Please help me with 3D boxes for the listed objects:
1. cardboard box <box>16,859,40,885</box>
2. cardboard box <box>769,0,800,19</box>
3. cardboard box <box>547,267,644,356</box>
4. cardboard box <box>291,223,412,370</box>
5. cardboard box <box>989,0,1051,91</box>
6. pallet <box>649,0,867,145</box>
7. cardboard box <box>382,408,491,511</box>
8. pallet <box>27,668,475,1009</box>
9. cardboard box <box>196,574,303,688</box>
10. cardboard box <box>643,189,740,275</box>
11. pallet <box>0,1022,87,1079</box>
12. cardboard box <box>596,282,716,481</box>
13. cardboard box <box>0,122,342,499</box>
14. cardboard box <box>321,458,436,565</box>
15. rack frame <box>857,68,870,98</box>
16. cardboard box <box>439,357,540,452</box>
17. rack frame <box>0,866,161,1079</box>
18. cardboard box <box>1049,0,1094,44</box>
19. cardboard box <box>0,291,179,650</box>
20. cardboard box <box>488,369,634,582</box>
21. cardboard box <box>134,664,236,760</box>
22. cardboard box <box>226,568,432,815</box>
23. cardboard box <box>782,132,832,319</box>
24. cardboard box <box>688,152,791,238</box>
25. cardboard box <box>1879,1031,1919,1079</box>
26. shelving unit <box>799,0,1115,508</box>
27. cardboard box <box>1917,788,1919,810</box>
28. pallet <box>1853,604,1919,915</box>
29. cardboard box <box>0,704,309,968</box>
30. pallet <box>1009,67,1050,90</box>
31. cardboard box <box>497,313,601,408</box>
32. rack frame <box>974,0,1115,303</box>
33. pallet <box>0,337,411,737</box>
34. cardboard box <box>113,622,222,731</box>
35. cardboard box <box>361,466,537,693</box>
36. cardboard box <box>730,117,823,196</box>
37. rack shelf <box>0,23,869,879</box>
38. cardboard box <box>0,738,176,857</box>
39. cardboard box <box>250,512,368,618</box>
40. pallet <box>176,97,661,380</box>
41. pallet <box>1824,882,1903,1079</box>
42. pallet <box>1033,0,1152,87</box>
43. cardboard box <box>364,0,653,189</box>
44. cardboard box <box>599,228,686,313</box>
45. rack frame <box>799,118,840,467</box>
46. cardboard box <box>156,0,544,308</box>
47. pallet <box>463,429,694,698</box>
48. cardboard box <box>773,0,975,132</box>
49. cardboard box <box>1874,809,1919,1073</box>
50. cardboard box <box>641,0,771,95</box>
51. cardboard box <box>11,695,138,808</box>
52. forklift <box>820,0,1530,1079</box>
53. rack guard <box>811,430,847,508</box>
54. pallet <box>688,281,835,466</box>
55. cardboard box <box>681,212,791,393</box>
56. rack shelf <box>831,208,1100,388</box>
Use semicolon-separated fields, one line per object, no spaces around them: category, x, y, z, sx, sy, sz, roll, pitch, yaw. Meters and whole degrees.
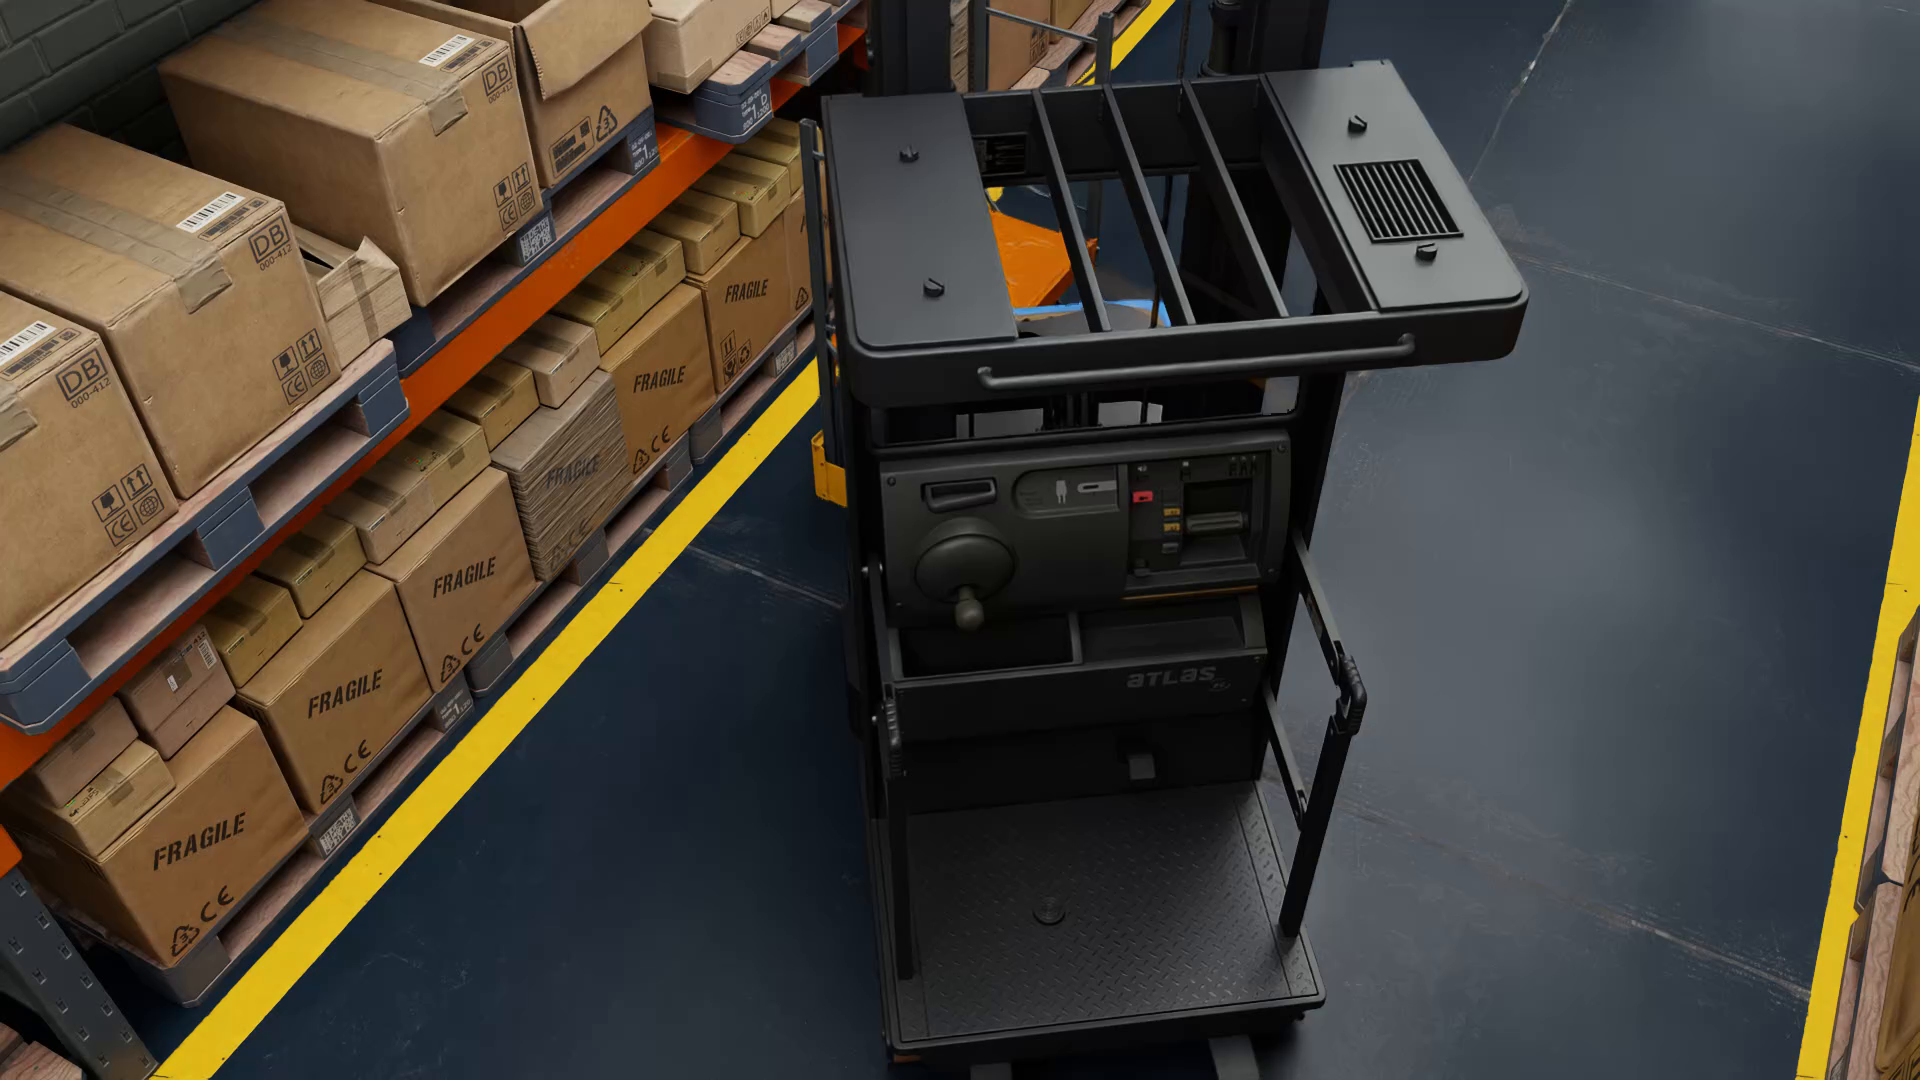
cardboard box;-2.611;0.529;4.580;0.500;0.500;0.500;20;49;19
cardboard box;-0.686;-1.834;5.335;0.380;0.149;0.250;21;49;20
cardboard box;-1.264;-0.775;5.413;0.380;0.149;0.250;20;49;18
cardboard box;-1.593;-0.644;4.077;0.396;0.266;0.258;23;50;21
cardboard box;-0.122;-2.430;7.417;0.875;0.625;0.625;22;49;20
pallet;-0.973;-1.797;5.552;1.213;0.211;1.003;20;49;19
cardboard box;-1.625;-0.273;4.917;0.380;0.149;0.250;22;49;20
pallet;-2.233;0.661;4.949;1.003;0.211;1.213;20;49;19
cardboard box;-2.006;0.205;4.445;0.380;0.149;0.250;18;48;17
cardboard box;-0.986;-1.083;5.718;0.380;0.149;0.250;19;48;18
pallet;-2.897;1.618;4.003;1.003;0.211;1.213;20;49;19
cardboard box;-1.209;-0.604;5.700;0.500;0.500;0.500;22;49;21
cardboard box;-1.914;-0.535;3.804;0.700;0.500;0.500;21;49;19
cardboard box;-1.742;-0.118;4.763;0.380;0.149;0.250;20;49;19
rack frame;-0.721;-2.315;5.929;1.000;3.000;0.127;20;49;19
cardboard box;-1.525;-0.453;5.095;0.380;0.149;0.250;21;49;19
rack frame;-2.577;0.205;3.438;1.000;3.000;0.127;20;49;19
cardboard box;0.190;-2.854;7.837;0.875;0.625;0.625;19;48;17
cardboard box;-2.155;-0.209;3.482;0.700;0.500;0.500;22;49;20
cardboard box;-1.433;-0.271;5.371;0.500;0.500;0.500;19;48;18
cardboard box;-2.115;0.370;4.281;0.380;0.149;0.250;19;48;18
cardboard box;-1.915;0.367;4.740;0.500;0.500;0.500;20;49;19
cardboard box;-0.726;-1.246;6.335;0.500;0.500;0.500;22;49;20
cardboard box;-0.825;-1.235;5.868;0.380;0.149;0.250;18;48;17
cardboard box;2.450;1.452;3.404;0.875;0.875;0.875;22;49;20
shelving unit;0.006;-0.913;5.598;0.587;1.500;1.083;23;50;21
cardboard box;3.283;0.329;4.515;0.875;0.875;0.875;20;49;19
pallet;3.245;0.774;4.837;1.003;0.211;1.213;20;49;19
cardboard box;-2.153;0.706;4.406;0.500;0.500;0.500;22;49;21
pallet;-0.304;-1.840;7.420;1.003;0.211;1.213;20;49;19
cardboard box;-1.366;-0.591;5.231;0.380;0.149;0.250;18;48;17
rack frame;0.270;-1.230;5.911;0.500;1.500;0.032;23;50;21
pallet;-2.110;-0.195;3.968;1.003;0.211;1.213;20;49;19
cardboard box;-2.097;0.286;4.155;0.380;0.149;0.250;18;48;17
cardboard box;-1.679;0.054;5.050;0.500;0.500;0.500;19;48;18
cardboard box;-0.725;-1.417;6.048;0.380;0.149;0.250;18;48;17
rack shelf;-1.649;-0.802;4.939;1.077;0.370;4.000;20;49;19
cardboard box;-2.175;0.570;4.084;0.380;0.149;0.250;23;50;21
cardboard box;-1.891;0.027;4.620;0.380;0.149;0.250;20;49;18
pallet;-1.619;-1.021;4.785;1.003;0.211;1.213;20;49;19
pallet;2.677;1.539;4.080;1.003;0.211;1.213;20;49;19
pallet;0.264;-2.606;8.177;1.003;0.211;1.213;20;49;19
cardboard box;-1.314;-1.409;4.666;0.797;0.503;0.637;19;48;18
cardboard box;-1.149;-0.932;5.568;0.380;0.149;0.250;22;49;20
rack frame;-0.248;-0.608;5.296;0.500;1.500;0.032;23;50;21
cardboard box;-1.550;-1.029;4.293;0.700;0.500;0.500;20;49;19
pallet;-1.668;-0.111;5.711;1.003;0.211;1.213;20;49;19
cardboard box;-0.419;-2.016;7.008;0.875;0.625;0.625;22;49;20
cardboard box;2.866;0.889;3.961;0.875;0.875;0.875;21;49;20
cardboard box;-0.924;-1.638;5.070;0.500;0.250;0.500;18;48;17
cardboard box;-2.229;0.445;3.998;0.380;0.149;0.250;20;49;18
forklift;0.317;0.073;3.617;1.130;2.935;3.031;-5;46;-5
rack guard;-0.248;-0.169;5.742;0.587;0.250;0.087;23;50;21
pallet;-1.101;-0.877;6.468;1.003;0.211;1.213;20;49;19
cardboard box;-0.968;-0.934;6.027;0.500;0.500;0.500;20;49;18
rack shelf;0.011;-0.792;5.732;0.538;0.185;1.000;23;50;21
